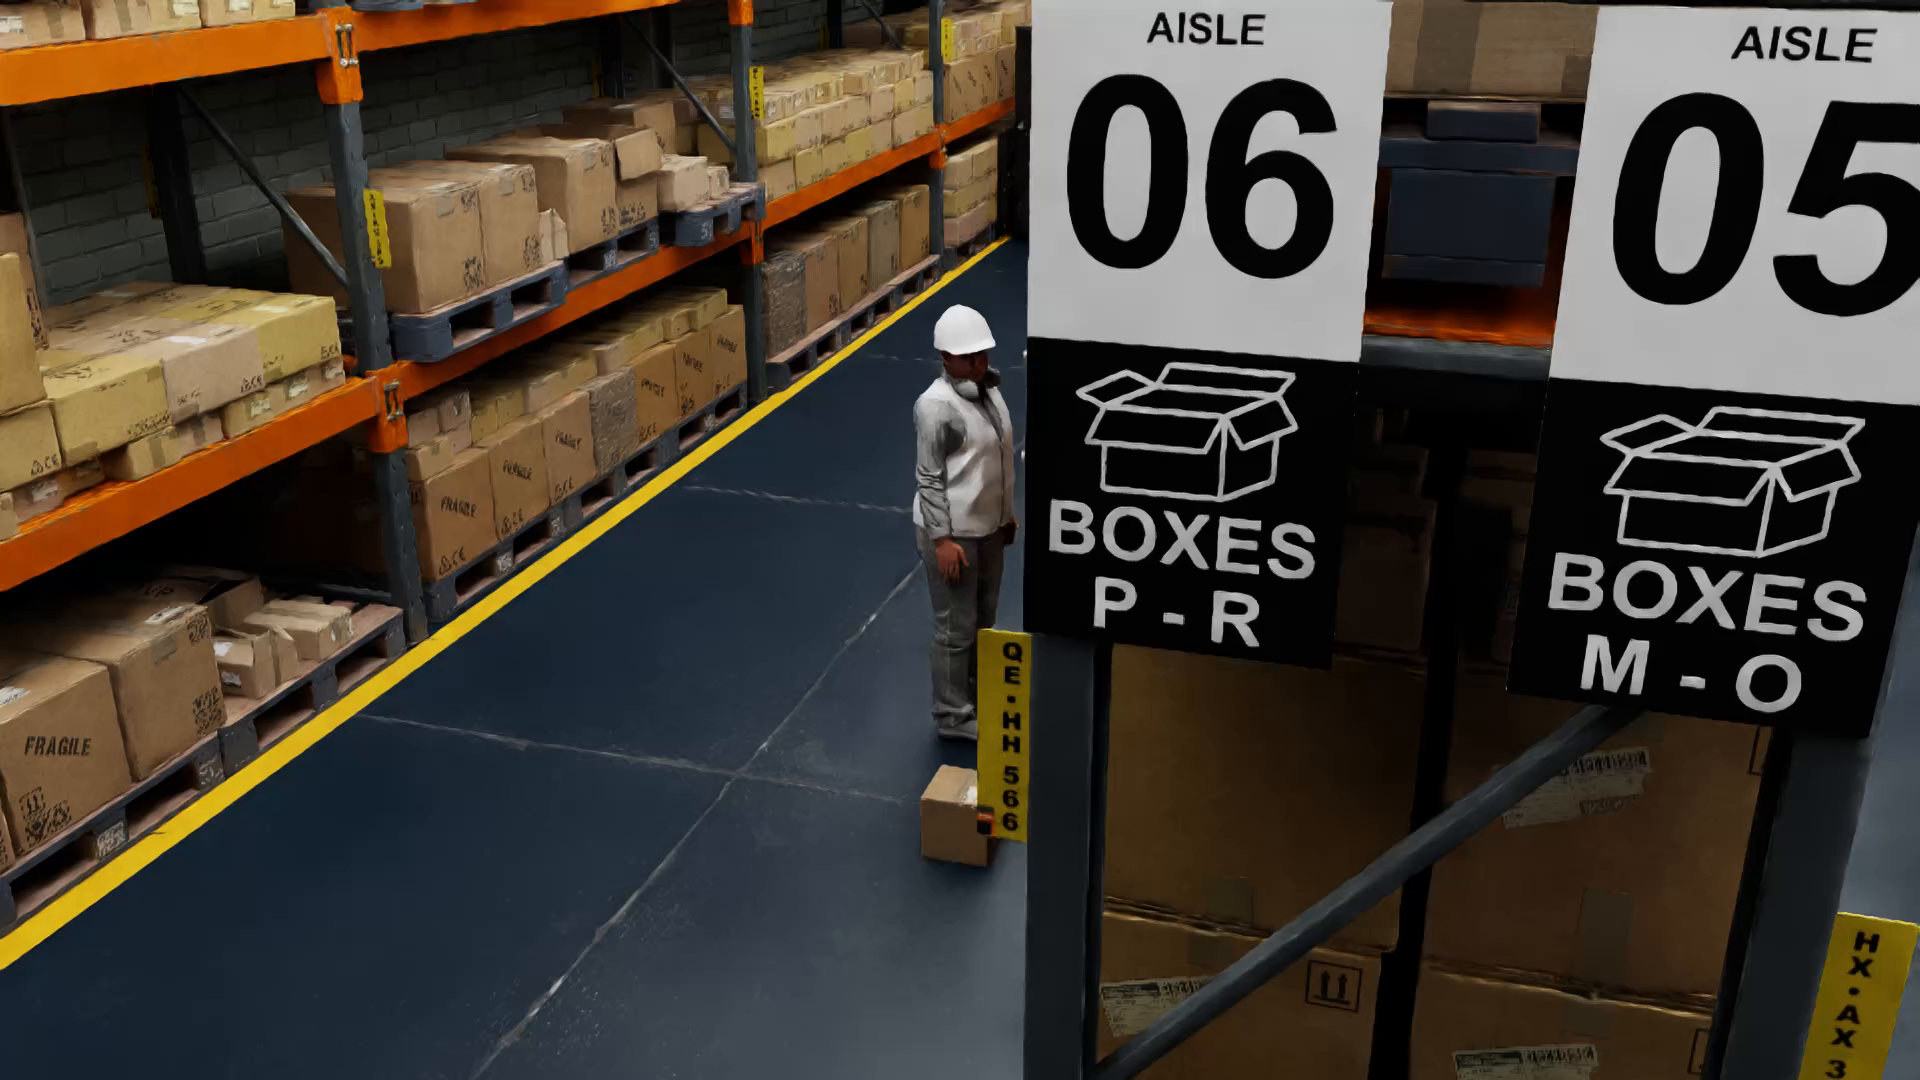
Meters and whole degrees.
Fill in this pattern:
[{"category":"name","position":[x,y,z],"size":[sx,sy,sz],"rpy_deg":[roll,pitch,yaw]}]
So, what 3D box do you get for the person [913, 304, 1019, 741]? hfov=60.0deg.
[{"category":"person","position":[0.042,-0.049,6.657],"size":[0.415,1.813,0.588],"rpy_deg":[12,25,27]}]
